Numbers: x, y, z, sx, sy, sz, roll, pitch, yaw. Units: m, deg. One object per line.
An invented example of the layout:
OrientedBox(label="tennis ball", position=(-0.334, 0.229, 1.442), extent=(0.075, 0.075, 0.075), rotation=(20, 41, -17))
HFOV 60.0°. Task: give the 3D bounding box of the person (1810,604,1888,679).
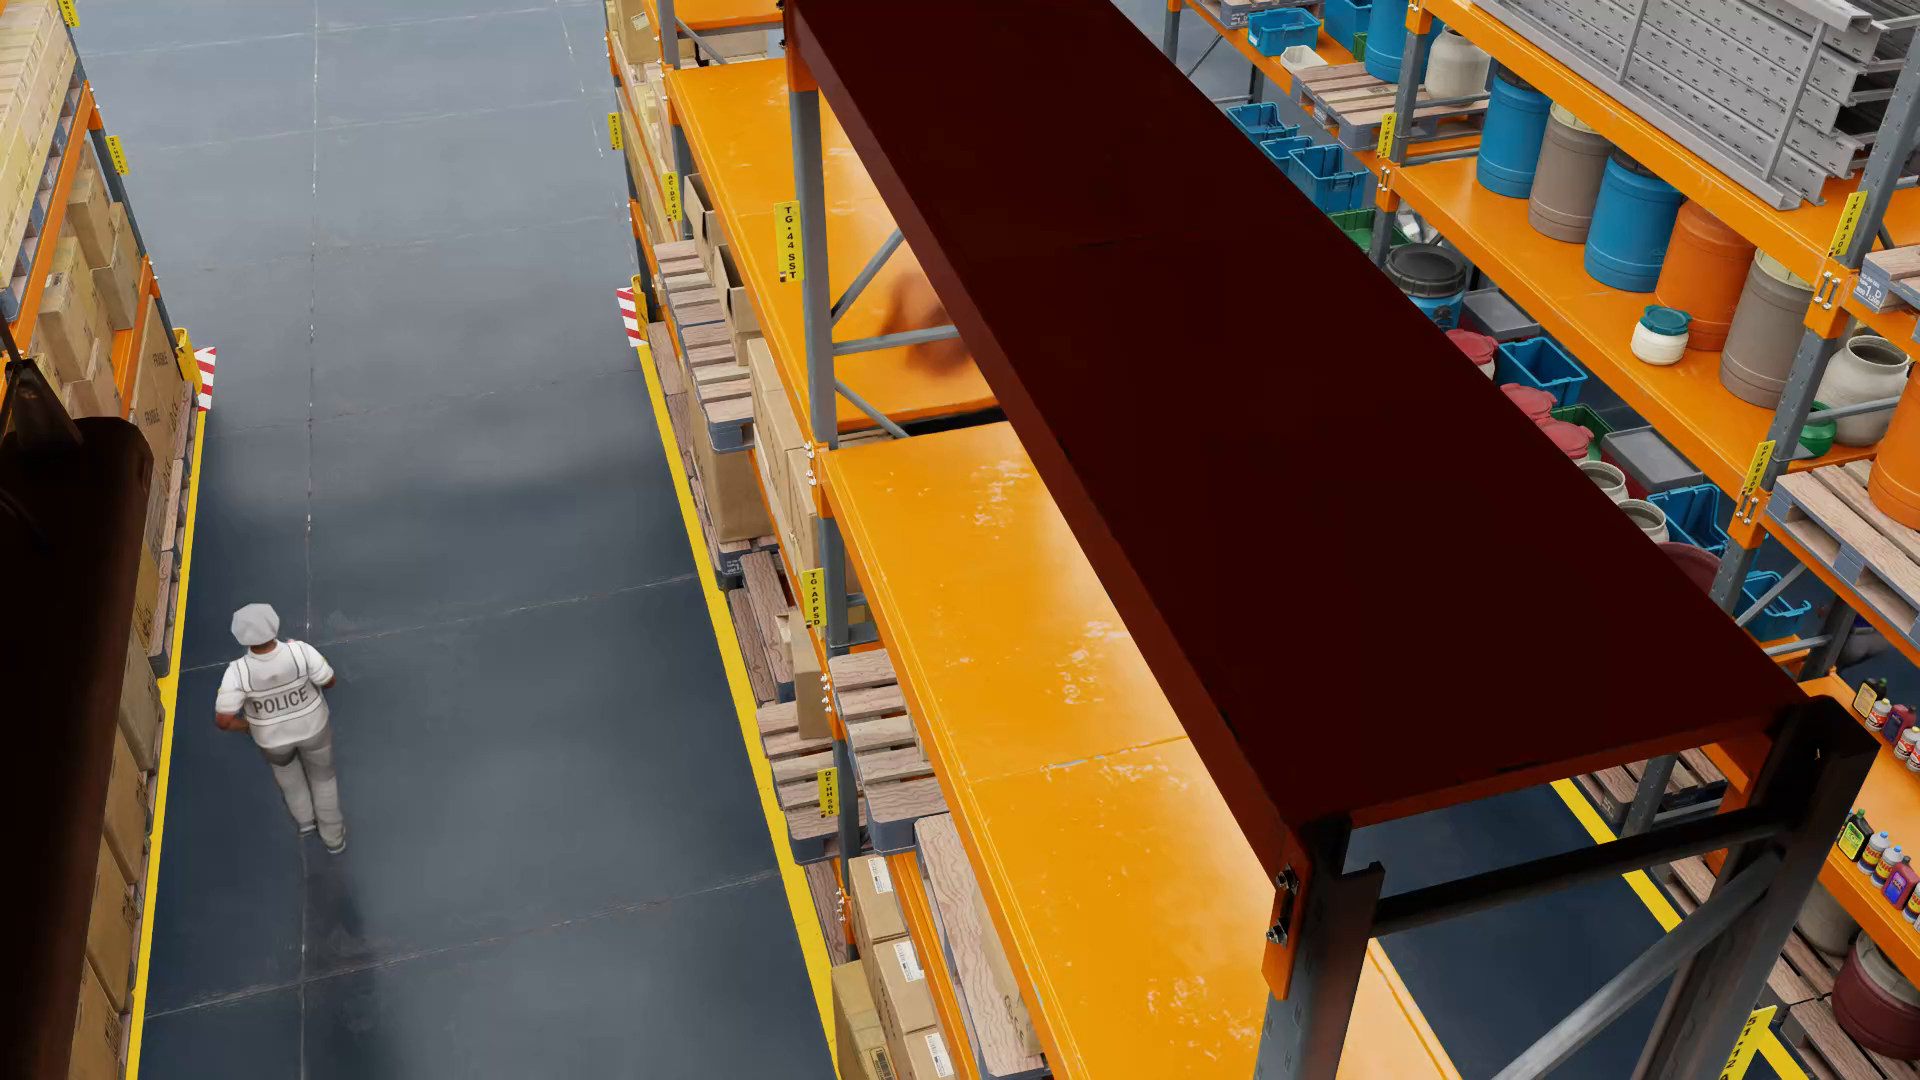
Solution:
OrientedBox(label="person", position=(5.787, 0.664, 10.701), extent=(0.562, 1.598, 0.581), rotation=(-9, 39, -12))

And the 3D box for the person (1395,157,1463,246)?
OrientedBox(label="person", position=(4.375, -3.342, 15.616), extent=(0.687, 1.747, 0.614), rotation=(-17, 41, -20))

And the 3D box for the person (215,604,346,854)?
OrientedBox(label="person", position=(-3.888, 1.073, 9.647), extent=(0.643, 1.875, 0.669), rotation=(-14, 40, -17))
